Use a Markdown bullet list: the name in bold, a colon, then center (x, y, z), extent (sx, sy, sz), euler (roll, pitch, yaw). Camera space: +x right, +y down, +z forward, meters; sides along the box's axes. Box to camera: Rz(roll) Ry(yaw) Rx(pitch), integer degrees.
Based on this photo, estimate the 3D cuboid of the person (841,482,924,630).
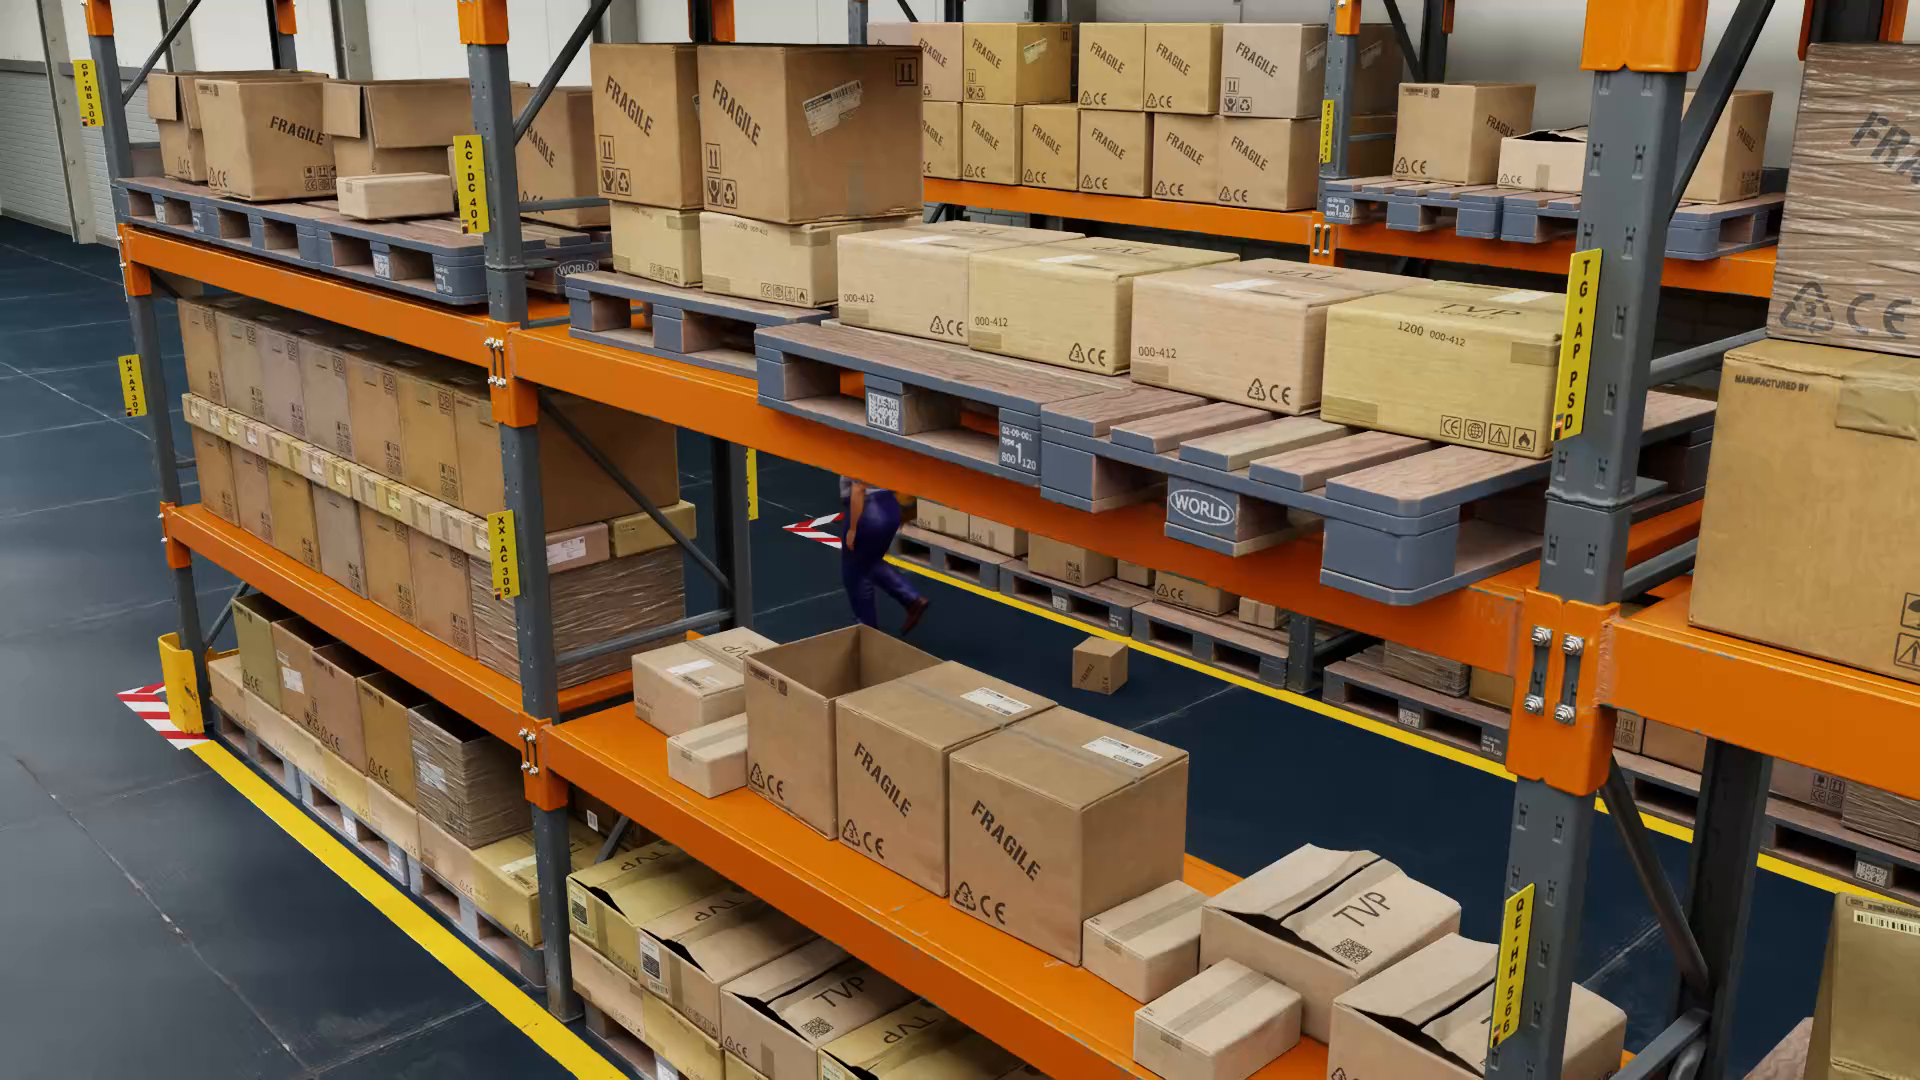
- **person**: center (-0.496, -0.157, 10.399), extent (0.482, 1.568, 0.486), euler (7, 19, 21)
